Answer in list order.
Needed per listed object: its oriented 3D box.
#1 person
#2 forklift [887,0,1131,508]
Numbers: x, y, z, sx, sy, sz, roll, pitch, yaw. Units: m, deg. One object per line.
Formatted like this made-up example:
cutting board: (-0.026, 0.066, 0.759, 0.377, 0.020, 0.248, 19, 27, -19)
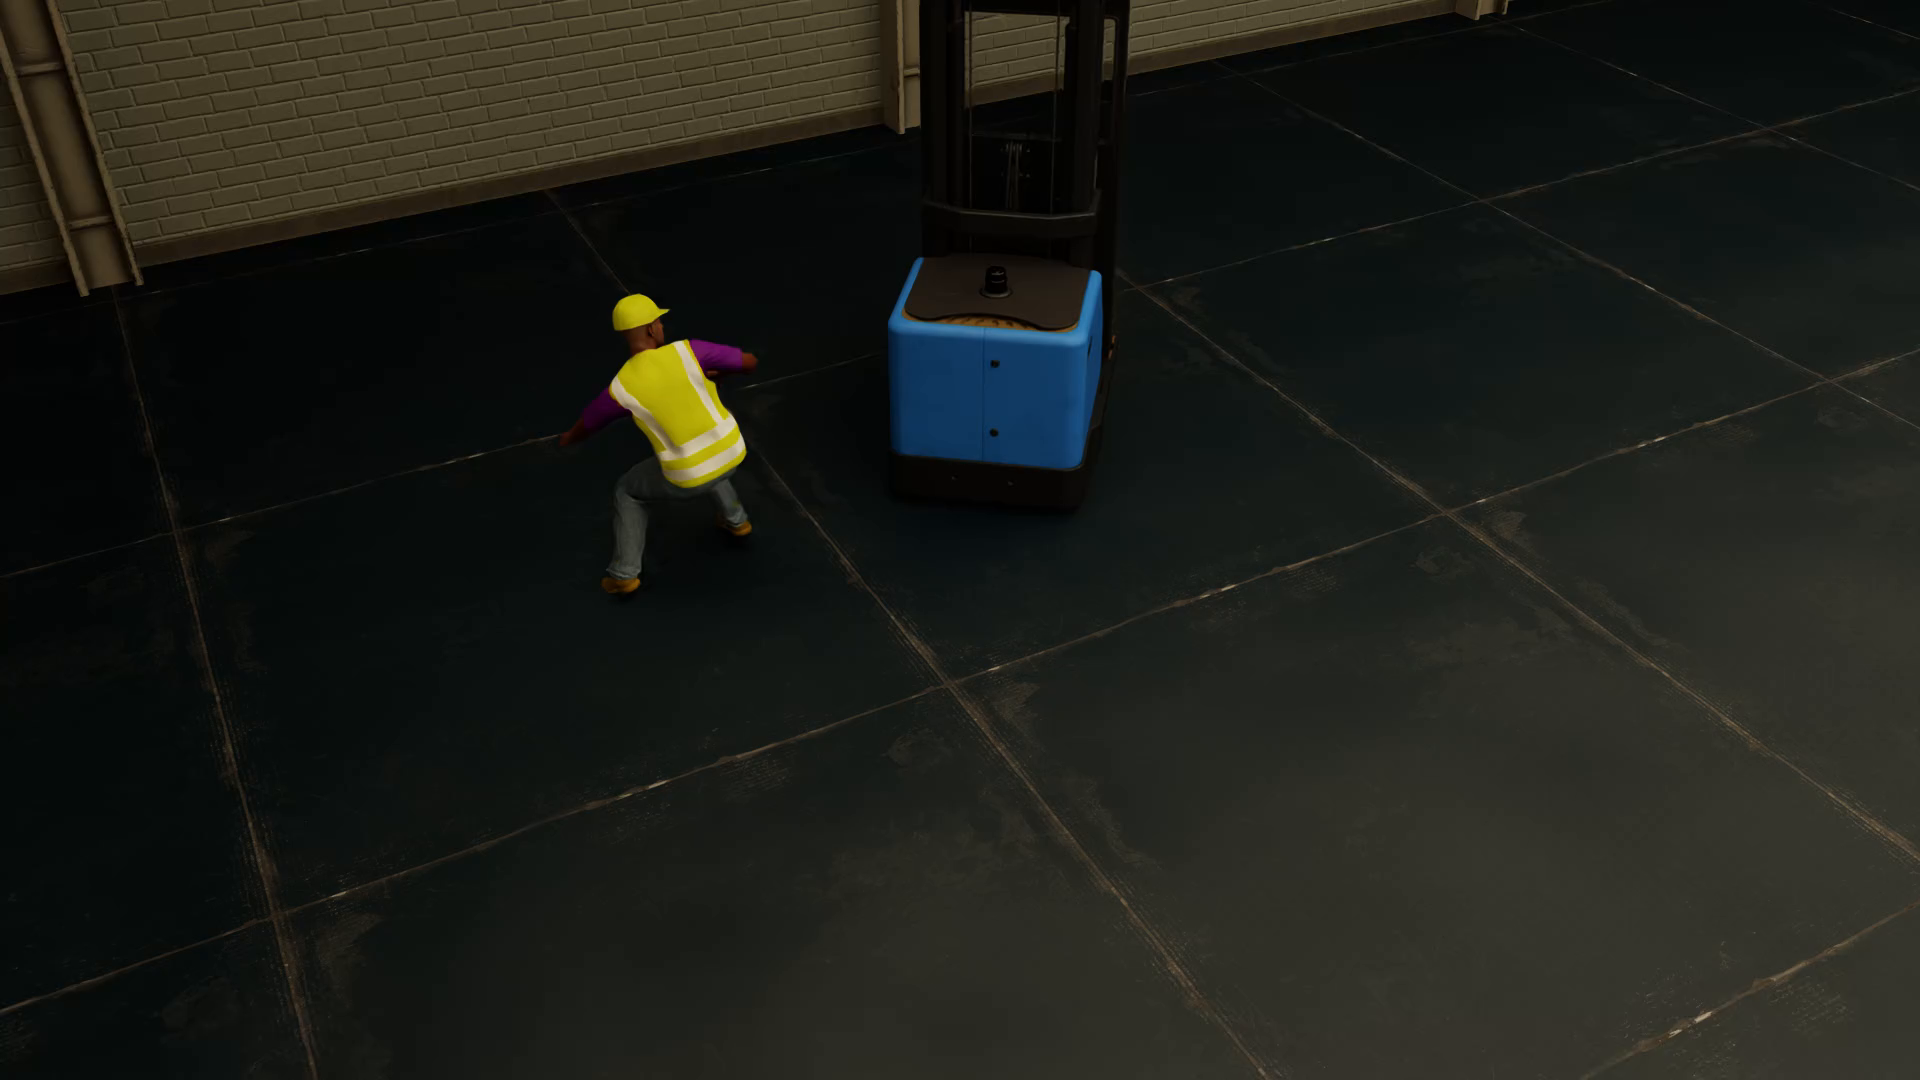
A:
person: (-1.455, -0.507, 8.134, 0.873, 1.520, 0.863, -22, 41, -27)
forklift: (0.373, -2.207, 9.245, 1.130, 2.935, 3.031, 6, 36, 8)
